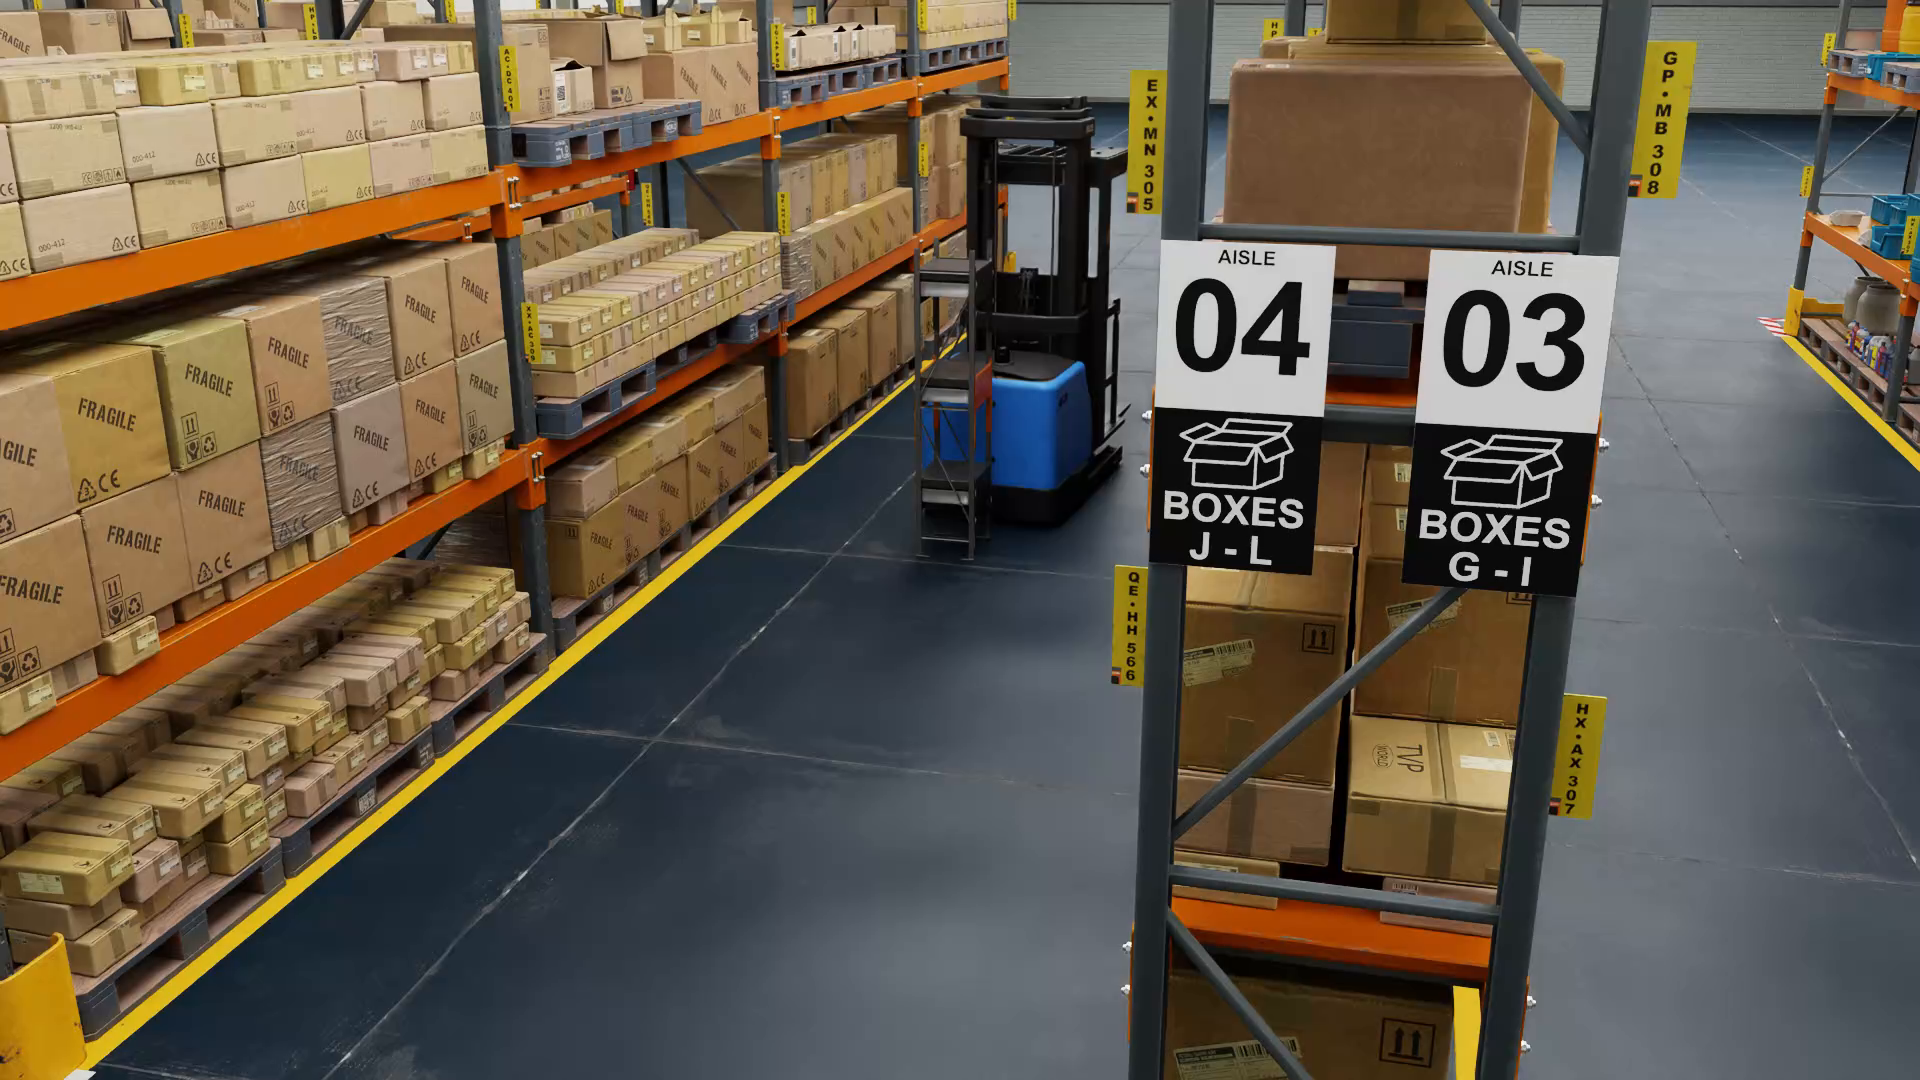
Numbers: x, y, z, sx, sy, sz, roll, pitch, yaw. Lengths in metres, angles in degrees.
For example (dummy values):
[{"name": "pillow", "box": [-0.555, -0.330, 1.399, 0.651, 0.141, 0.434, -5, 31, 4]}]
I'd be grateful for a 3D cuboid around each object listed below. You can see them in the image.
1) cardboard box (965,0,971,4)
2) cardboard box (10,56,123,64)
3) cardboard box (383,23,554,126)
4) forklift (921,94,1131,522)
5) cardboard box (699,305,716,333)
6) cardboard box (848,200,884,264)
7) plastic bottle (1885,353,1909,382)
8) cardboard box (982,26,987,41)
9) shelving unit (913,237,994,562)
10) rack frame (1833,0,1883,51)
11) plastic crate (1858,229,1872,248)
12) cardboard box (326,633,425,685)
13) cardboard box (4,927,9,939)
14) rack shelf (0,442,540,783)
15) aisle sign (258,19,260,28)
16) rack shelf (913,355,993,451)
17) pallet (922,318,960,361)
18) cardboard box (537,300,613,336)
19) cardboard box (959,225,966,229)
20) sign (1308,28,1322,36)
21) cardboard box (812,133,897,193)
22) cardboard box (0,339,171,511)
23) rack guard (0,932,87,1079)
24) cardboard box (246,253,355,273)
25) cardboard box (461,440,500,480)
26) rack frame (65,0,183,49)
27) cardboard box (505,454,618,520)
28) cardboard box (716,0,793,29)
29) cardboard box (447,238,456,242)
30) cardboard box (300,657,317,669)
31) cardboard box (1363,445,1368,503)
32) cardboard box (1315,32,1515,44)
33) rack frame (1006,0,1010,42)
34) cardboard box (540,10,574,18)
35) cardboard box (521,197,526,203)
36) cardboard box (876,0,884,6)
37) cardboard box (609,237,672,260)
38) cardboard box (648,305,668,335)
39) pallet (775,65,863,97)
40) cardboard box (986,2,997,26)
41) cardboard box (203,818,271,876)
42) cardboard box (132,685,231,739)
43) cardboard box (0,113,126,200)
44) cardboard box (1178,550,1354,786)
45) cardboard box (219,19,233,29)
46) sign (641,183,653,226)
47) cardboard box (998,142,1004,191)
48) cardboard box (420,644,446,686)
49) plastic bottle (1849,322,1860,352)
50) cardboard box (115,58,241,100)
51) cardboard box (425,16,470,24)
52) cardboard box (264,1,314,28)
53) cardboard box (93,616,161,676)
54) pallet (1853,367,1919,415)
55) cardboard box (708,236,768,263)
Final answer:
[{"name": "cardboard box", "box": [-0.100, -5.744, 17.573, 0.380, 0.149, 0.250, 5, 19, 13]}, {"name": "cardboard box", "box": [-3.629, -1.876, 6.741, 0.380, 0.149, 0.250, 4, 19, 12]}, {"name": "cardboard box", "box": [-2.646, -2.524, 8.991, 0.700, 0.500, 0.500, 5, 19, 13]}, {"name": "forklift", "box": [0.672, -1.953, 12.871, 1.130, 2.935, 3.031, 6, 20, 18]}, {"name": "cardboard box", "box": [-1.861, -1.489, 11.146, 0.380, 0.149, 0.250, 5, 20, 15]}, {"name": "cardboard box", "box": [-1.005, -2.801, 15.094, 0.500, 0.500, 0.500, 5, 19, 14]}, {"name": "plastic bottle", "box": [8.575, -1.620, 15.208, 0.144, 0.351, 0.185, 4, 19, 12]}, {"name": "cardboard box", "box": [0.086, -5.606, 18.403, 0.380, 0.149, 0.250, 4, 19, 13]}, {"name": "shelving unit", "box": [-0.040, -0.942, 11.196, 0.431, 2.100, 0.503, 5, 19, 13]}, {"name": "rack frame", "box": [9.675, -6.534, 16.894, 1.000, 3.000, 0.127, 5, 19, 13]}, {"name": "plastic crate", "box": [8.849, -2.845, 15.785, 0.530, 0.136, 0.437, 5, 19, 13]}, {"name": "cardboard box", "box": [-2.873, 0.582, 8.184, 0.380, 0.149, 0.250, 4, 19, 11]}, {"name": "cardboard box", "box": [-3.896, 1.475, 6.491, 0.380, 0.149, 0.250, 5, 19, 14]}, {"name": "rack shelf", "box": [-3.334, 0.219, 7.518, 1.077, 0.370, 4.000, 5, 19, 13]}, {"name": "aisle sign", "box": [-9.251, -6.487, 22.017, 0.394, 0.787, 0.004, 5, 19, 13]}, {"name": "rack shelf", "box": [-0.040, -0.929, 11.201, 0.431, 0.518, 0.480, 5, 19, 13]}, {"name": "pallet", "box": [-0.629, -2.168, 17.709, 1.003, 0.211, 1.213, 5, 19, 13]}, {"name": "cardboard box", "box": [-2.241, -1.285, 9.626, 0.380, 0.149, 0.250, 5, 20, 15]}, {"name": "cardboard box", "box": [-0.228, -3.209, 19.079, 0.875, 0.875, 0.875, 4, 19, 13]}, {"name": "sign", "box": [2.392, -3.286, 11.227, 0.100, 0.325, 0.005, 5, 19, 13]}, {"name": "cardboard box", "box": [-1.006, -3.620, 15.944, 0.700, 0.500, 0.500, 4, 19, 12]}, {"name": "cardboard box", "box": [-3.338, -0.434, 6.156, 0.500, 0.500, 0.500, 5, 20, 15]}, {"name": "rack guard", "box": [-3.804, 1.665, 6.040, 1.175, 0.500, 0.348, 5, 19, 13]}, {"name": "cardboard box", "box": [-3.303, -1.124, 8.174, 0.500, 0.500, 0.500, 4, 19, 12]}, {"name": "cardboard box", "box": [-2.645, -0.432, 8.700, 0.380, 0.149, 0.250, 4, 19, 12]}, {"name": "rack frame", "box": [-6.692, -5.200, 12.990, 1.000, 3.000, 0.127, 5, 19, 13]}, {"name": "cardboard box", "box": [-2.408, -0.330, 10.069, 0.500, 0.250, 0.500, 4, 19, 11]}, {"name": "cardboard box", "box": [-1.714, -4.282, 13.983, 0.500, 0.500, 0.500, 5, 19, 13]}, {"name": "cardboard box", "box": [-5.831, -3.074, 18.490, 0.500, 0.500, 0.500, 4, 19, 13]}, {"name": "cardboard box", "box": [-3.402, 0.684, 8.344, 0.380, 0.149, 0.250, 6, 20, 16]}, {"name": "cardboard box", "box": [2.087, -0.235, 7.508, 0.500, 0.250, 0.500, 4, 19, 12]}, {"name": "cardboard box", "box": [1.671, -1.619, 6.188, 0.700, 0.500, 0.500, 6, 20, 16]}, {"name": "rack frame", "box": [0.087, -7.348, 19.279, 1.000, 3.000, 0.127, 5, 19, 13]}, {"name": "cardboard box", "box": [-4.791, -6.182, 19.662, 0.380, 0.149, 0.250, 5, 19, 14]}, {"name": "cardboard box", "box": [-5.151, -3.899, 18.851, 0.380, 0.149, 0.250, 5, 19, 13]}, {"name": "cardboard box", "box": [-0.986, -5.477, 16.793, 0.380, 0.149, 0.250, 5, 19, 13]}, {"name": "cardboard box", "box": [-2.296, -2.073, 11.934, 0.380, 0.149, 0.250, 5, 19, 13]}, {"name": "cardboard box", "box": [-2.052, -1.384, 10.379, 0.380, 0.149, 0.250, 5, 20, 16]}, {"name": "pallet", "box": [-1.491, -3.889, 14.083, 1.003, 0.211, 1.213, 6, 20, 16]}, {"name": "cardboard box", "box": [0.115, -5.912, 18.684, 0.500, 0.250, 0.500, 5, 19, 13]}, {"name": "cardboard box", "box": [-3.176, 1.279, 7.064, 0.380, 0.149, 0.250, 5, 19, 14]}, {"name": "cardboard box", "box": [-3.573, 0.784, 7.591, 0.380, 0.149, 0.250, 4, 19, 12]}, {"name": "cardboard box", "box": [-3.336, -1.360, 5.847, 0.500, 0.250, 0.500, 4, 19, 13]}, {"name": "cardboard box", "box": [0.827, 0.331, 4.690, 0.500, 0.500, 0.500, 5, 19, 14]}, {"name": "cardboard box", "box": [-9.460, -6.522, 21.086, 0.380, 0.149, 0.250, 4, 19, 12]}, {"name": "sign", "box": [-2.407, -2.593, 12.846, 0.100, 0.325, 0.005, 5, 19, 13]}, {"name": "cardboard box", "box": [0.040, -4.460, 19.874, 0.875, 0.550, 0.550, 5, 19, 13]}, {"name": "cardboard box", "box": [-2.872, 0.627, 8.511, 0.380, 0.149, 0.250, 5, 19, 14]}, {"name": "plastic bottle", "box": [8.857, -2.004, 16.437, 0.061, 0.283, 0.133, 5, 19, 14]}, {"name": "cardboard box", "box": [-3.114, -1.836, 6.624, 0.380, 0.149, 0.250, 5, 20, 15]}, {"name": "cardboard box", "box": [-5.322, -5.366, 17.271, 0.380, 0.149, 0.250, 4, 19, 12]}, {"name": "cardboard box", "box": [-6.358, -5.090, 16.118, 0.500, 0.250, 0.500, 4, 19, 12]}, {"name": "cardboard box", "box": [-3.286, 0.386, 6.306, 0.380, 0.149, 0.250, 4, 19, 12]}, {"name": "pallet", "box": [8.902, -1.329, 15.251, 1.003, 0.211, 1.213, 5, 19, 13]}, {"name": "cardboard box", "box": [-1.606, -2.095, 11.999, 0.380, 0.149, 0.250, 4, 19, 13]}]
